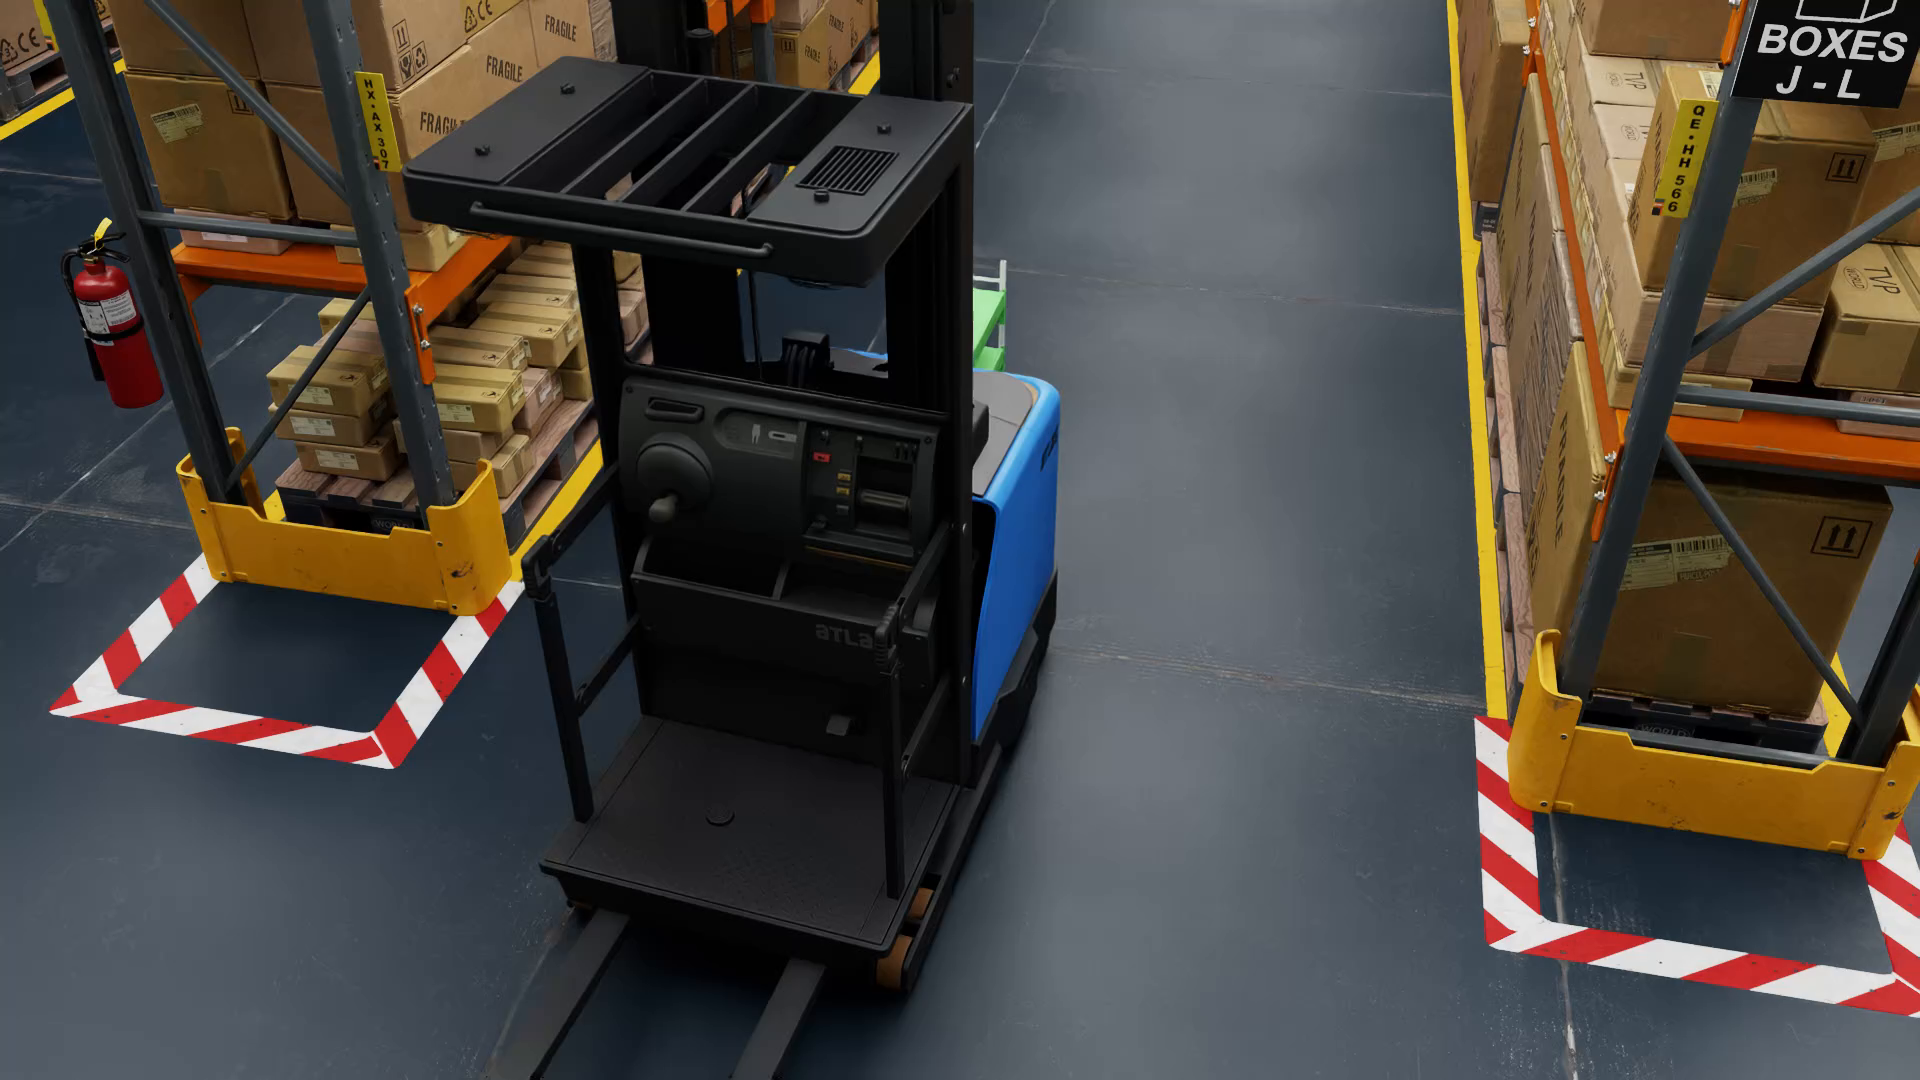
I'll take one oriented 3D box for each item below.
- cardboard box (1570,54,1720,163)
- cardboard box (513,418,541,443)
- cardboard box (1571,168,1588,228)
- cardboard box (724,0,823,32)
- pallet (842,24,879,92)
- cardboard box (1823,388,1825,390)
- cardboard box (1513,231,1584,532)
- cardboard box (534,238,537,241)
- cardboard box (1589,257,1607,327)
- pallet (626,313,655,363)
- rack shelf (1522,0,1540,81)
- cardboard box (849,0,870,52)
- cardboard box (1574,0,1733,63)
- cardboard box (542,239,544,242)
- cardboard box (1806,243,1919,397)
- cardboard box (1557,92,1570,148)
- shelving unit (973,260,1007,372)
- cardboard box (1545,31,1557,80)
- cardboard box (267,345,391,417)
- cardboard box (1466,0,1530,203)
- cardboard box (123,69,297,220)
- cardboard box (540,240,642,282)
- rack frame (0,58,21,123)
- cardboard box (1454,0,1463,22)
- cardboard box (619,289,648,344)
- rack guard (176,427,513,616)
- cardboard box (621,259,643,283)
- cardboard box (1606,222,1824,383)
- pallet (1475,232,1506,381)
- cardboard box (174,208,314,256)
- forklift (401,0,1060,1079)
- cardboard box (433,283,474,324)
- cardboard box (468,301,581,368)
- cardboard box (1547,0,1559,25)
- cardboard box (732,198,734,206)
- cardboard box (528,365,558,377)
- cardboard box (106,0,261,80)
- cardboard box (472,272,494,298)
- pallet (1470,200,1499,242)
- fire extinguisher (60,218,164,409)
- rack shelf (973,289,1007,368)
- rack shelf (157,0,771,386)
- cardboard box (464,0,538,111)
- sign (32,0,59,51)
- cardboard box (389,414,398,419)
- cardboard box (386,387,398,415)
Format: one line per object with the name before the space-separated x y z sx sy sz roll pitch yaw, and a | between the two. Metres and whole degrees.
cardboard box | 2.612 -1.616 6.298 0.500 0.250 0.500 7 37 10
cardboard box | -1.980 -0.480 6.927 0.380 0.149 0.250 7 37 10
cardboard box | 2.470 -1.242 6.122 0.380 0.149 0.250 7 37 10
cardboard box | -1.110 -3.189 9.727 0.500 0.250 0.500 6 36 8
pallet | -1.103 -3.356 11.200 1.003 0.211 1.213 7 37 10
cardboard box | 2.895 -0.572 5.197 0.380 0.149 0.250 7 36 9
cardboard box | 2.696 -0.572 6.436 0.875 0.875 0.875 7 37 10
cardboard box | -2.161 -1.529 7.868 0.380 0.149 0.250 7 37 10
cardboard box | 2.307 -0.801 5.514 0.380 0.149 0.250 7 37 10
pallet | -1.893 -1.117 8.111 1.003 0.211 1.213 7 37 10
rack shelf | 3.725 -3.512 9.653 1.077 0.370 4.000 7 37 10
cardboard box | -0.899 -3.491 10.782 0.500 0.500 0.500 8 37 11
cardboard box | 2.727 -2.198 6.461 0.500 0.500 0.500 6 36 8
cardboard box | -2.157 -1.559 8.163 0.380 0.149 0.250 7 37 10
cardboard box | 2.810 -0.665 4.986 0.500 0.250 0.500 6 36 9
cardboard box | 2.633 -1.684 6.732 0.380 0.149 0.250 8 37 11
shelving unit | -0.009 -0.419 6.306 0.258 1.200 0.503 9 37 12
cardboard box | 2.798 -2.126 7.341 0.380 0.149 0.250 8 37 11
cardboard box | -2.515 -0.635 6.635 0.380 0.149 0.250 8 37 11
cardboard box | 3.415 -2.336 8.870 1.225 0.875 0.875 7 37 10
cardboard box | -2.536 -1.494 5.917 0.500 0.500 0.500 8 37 11
cardboard box | -1.675 -1.315 7.573 0.380 0.149 0.250 8 37 11
rack frame | -6.383 -3.899 9.574 1.000 3.000 0.127 7 37 10
cardboard box | 3.985 -3.867 10.982 1.225 0.875 0.875 6 36 8
cardboard box | -1.672 -1.046 7.709 0.380 0.149 0.250 6 36 8
rack guard | -2.364 -0.075 6.427 1.175 0.500 0.348 7 37 10
cardboard box | -1.729 -1.361 7.890 0.380 0.149 0.250 9 37 12
cardboard box | 2.288 -0.735 5.082 0.500 0.250 0.500 7 36 9
pallet | 3.059 -1.102 8.090 1.003 0.211 1.213 7 37 10
cardboard box | -2.587 -1.164 6.014 0.380 0.149 0.250 7 37 10
forklift | -0.575 -0.126 4.426 1.130 2.935 3.031 11 37 14
cardboard box | -2.357 -1.077 7.245 0.380 0.149 0.250 6 36 8
cardboard box | -1.816 -0.859 6.944 0.380 0.149 0.250 7 37 10
cardboard box | 2.942 -2.480 7.490 0.500 0.250 0.500 7 36 9
cardboard box | -1.407 -1.787 8.731 0.380 0.149 0.250 6 36 8
cardboard box | -1.938 -0.749 7.046 0.380 0.149 0.250 8 37 11
cardboard box | -2.526 -1.903 5.629 0.500 0.500 0.500 7 36 9
cardboard box | -2.339 -1.115 7.550 0.380 0.149 0.250 8 37 11
pallet | 3.389 -1.980 9.302 1.003 0.211 1.213 7 37 10
fire extinguisher | -2.885 -0.775 5.646 0.296 0.674 0.183 7 37 10
rack shelf | -0.009 -0.756 6.062 0.258 0.148 0.480 9 37 12
rack shelf | -1.953 -1.899 7.427 1.077 0.370 4.000 7 37 10
cardboard box | -1.925 -1.737 6.252 0.500 0.500 0.500 7 37 10
sign | -2.918 -1.721 5.313 0.100 0.325 0.005 7 37 10
cardboard box | -2.516 -0.547 7.020 0.380 0.149 0.250 8 37 11
cardboard box | -2.438 -0.661 6.924 0.380 0.149 0.250 6 36 9
